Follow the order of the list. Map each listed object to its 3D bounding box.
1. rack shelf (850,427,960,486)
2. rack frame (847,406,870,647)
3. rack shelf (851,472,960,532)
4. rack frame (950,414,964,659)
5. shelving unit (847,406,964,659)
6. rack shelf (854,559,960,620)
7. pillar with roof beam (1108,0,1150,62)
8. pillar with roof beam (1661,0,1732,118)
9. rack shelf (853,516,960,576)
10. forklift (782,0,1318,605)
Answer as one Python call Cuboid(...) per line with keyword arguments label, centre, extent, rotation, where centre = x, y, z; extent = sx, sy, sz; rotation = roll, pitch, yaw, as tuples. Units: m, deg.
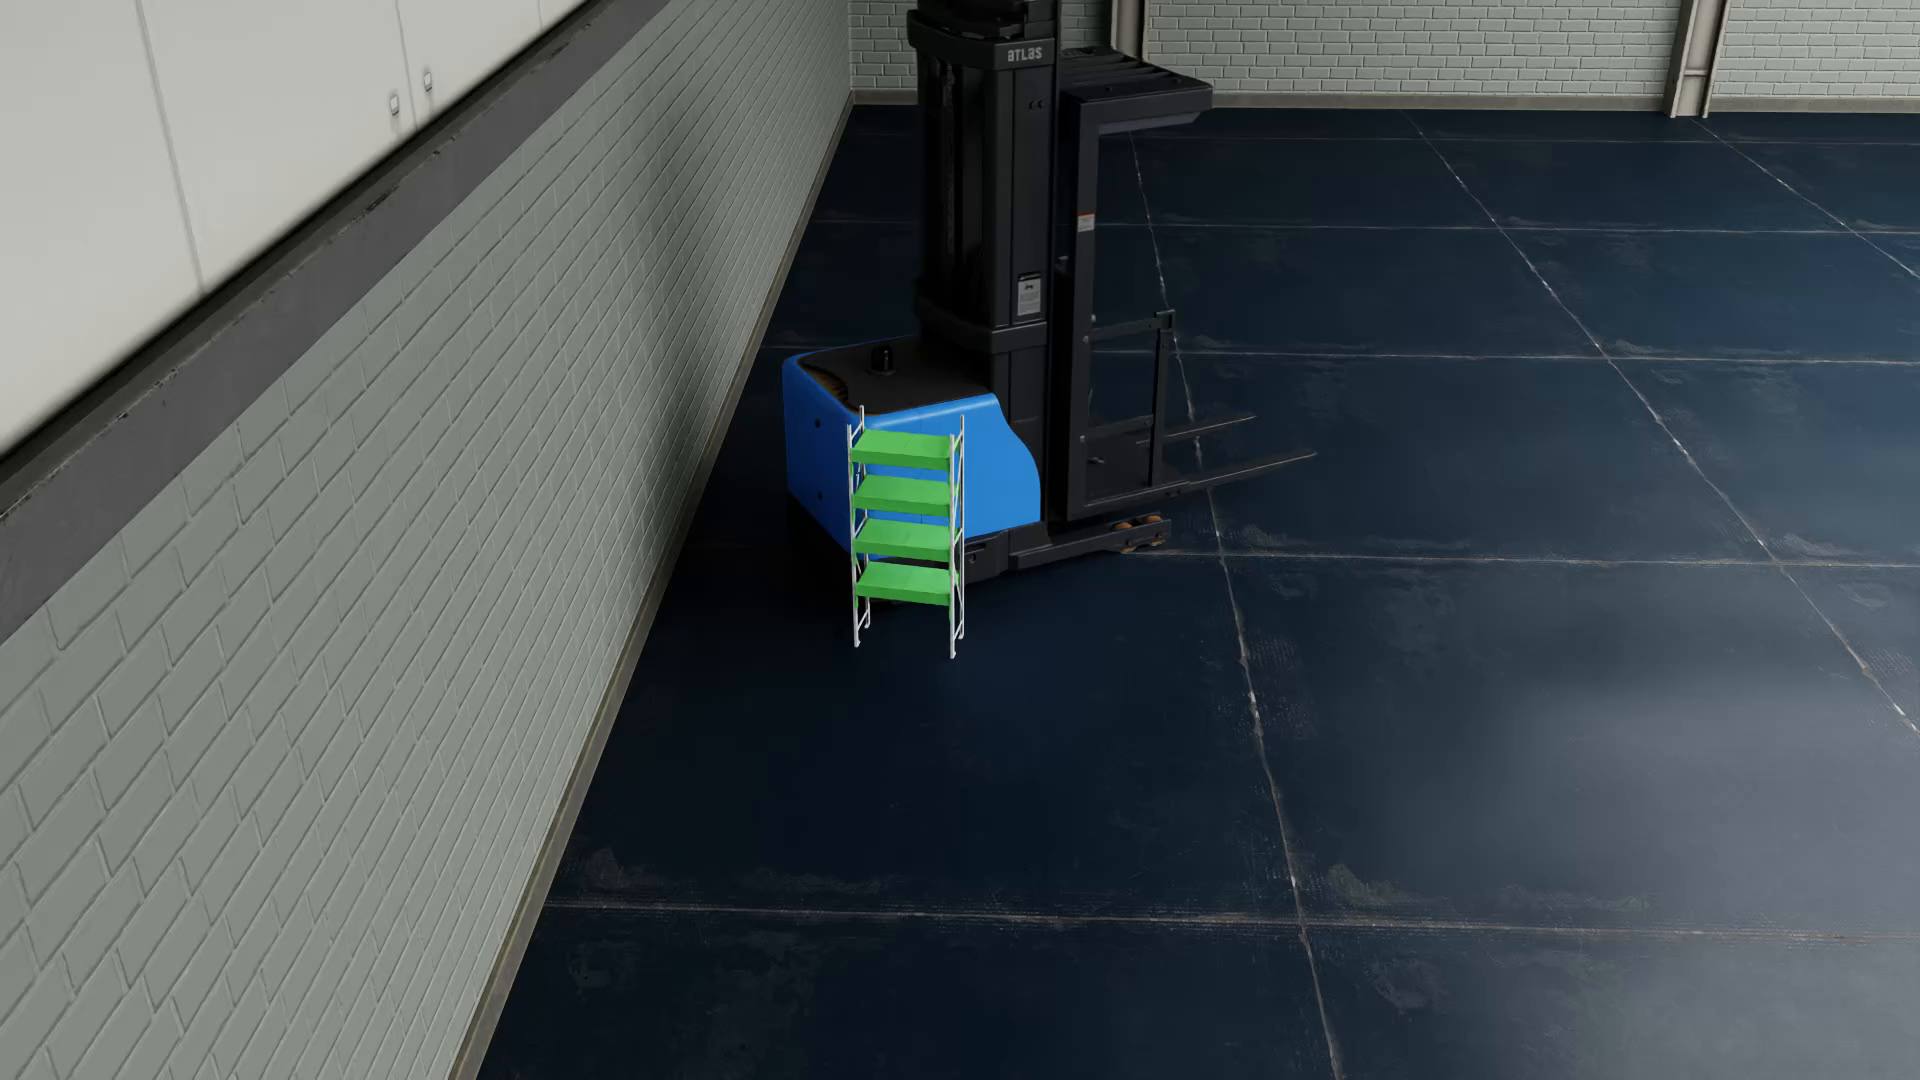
Cuboid(label="rack shelf", centre=(-0.252, -0.396, 7.827), extent=(0.480, 0.148, 0.258), rotation=(6, 29, 11))
Cuboid(label="rack frame", centre=(-0.491, -0.053, 8.069), extent=(0.015, 1.200, 0.240), rotation=(6, 29, 11))
Cuboid(label="rack shelf", centre=(-0.252, -0.184, 7.940), extent=(0.480, 0.148, 0.258), rotation=(6, 29, 11))
Cuboid(label="rack frame", centre=(-0.014, -0.003, 7.975), extent=(0.015, 1.200, 0.240), rotation=(6, 29, 11))
Cuboid(label="shelving unit", centre=(-0.252, -0.028, 8.022), extent=(0.503, 1.200, 0.258), rotation=(6, 29, 11))
Cuboid(label="rack shelf", centre=(-0.252, 0.240, 8.164), extent=(0.480, 0.148, 0.258), rotation=(6, 29, 11))
Cuboid(label="pillar with roof beam", centre=(1.643, -6.646, 12.180), extent=(0.400, 9.000, 9.100), rotation=(1, 28, 2))
Cuboid(label="pillar with roof beam", centre=(7.640, -6.547, 11.992), extent=(0.400, 9.000, 9.100), rotation=(1, 28, 2))
Cuboid(label="rack shelf", centre=(-0.252, 0.028, 8.052), extent=(0.480, 0.148, 0.258), rotation=(6, 29, 11))
Cuboid(label="forklift", centre=(0.597, -1.428, 8.815), extent=(3.031, 2.935, 1.130), rotation=(-13, 31, -23))
